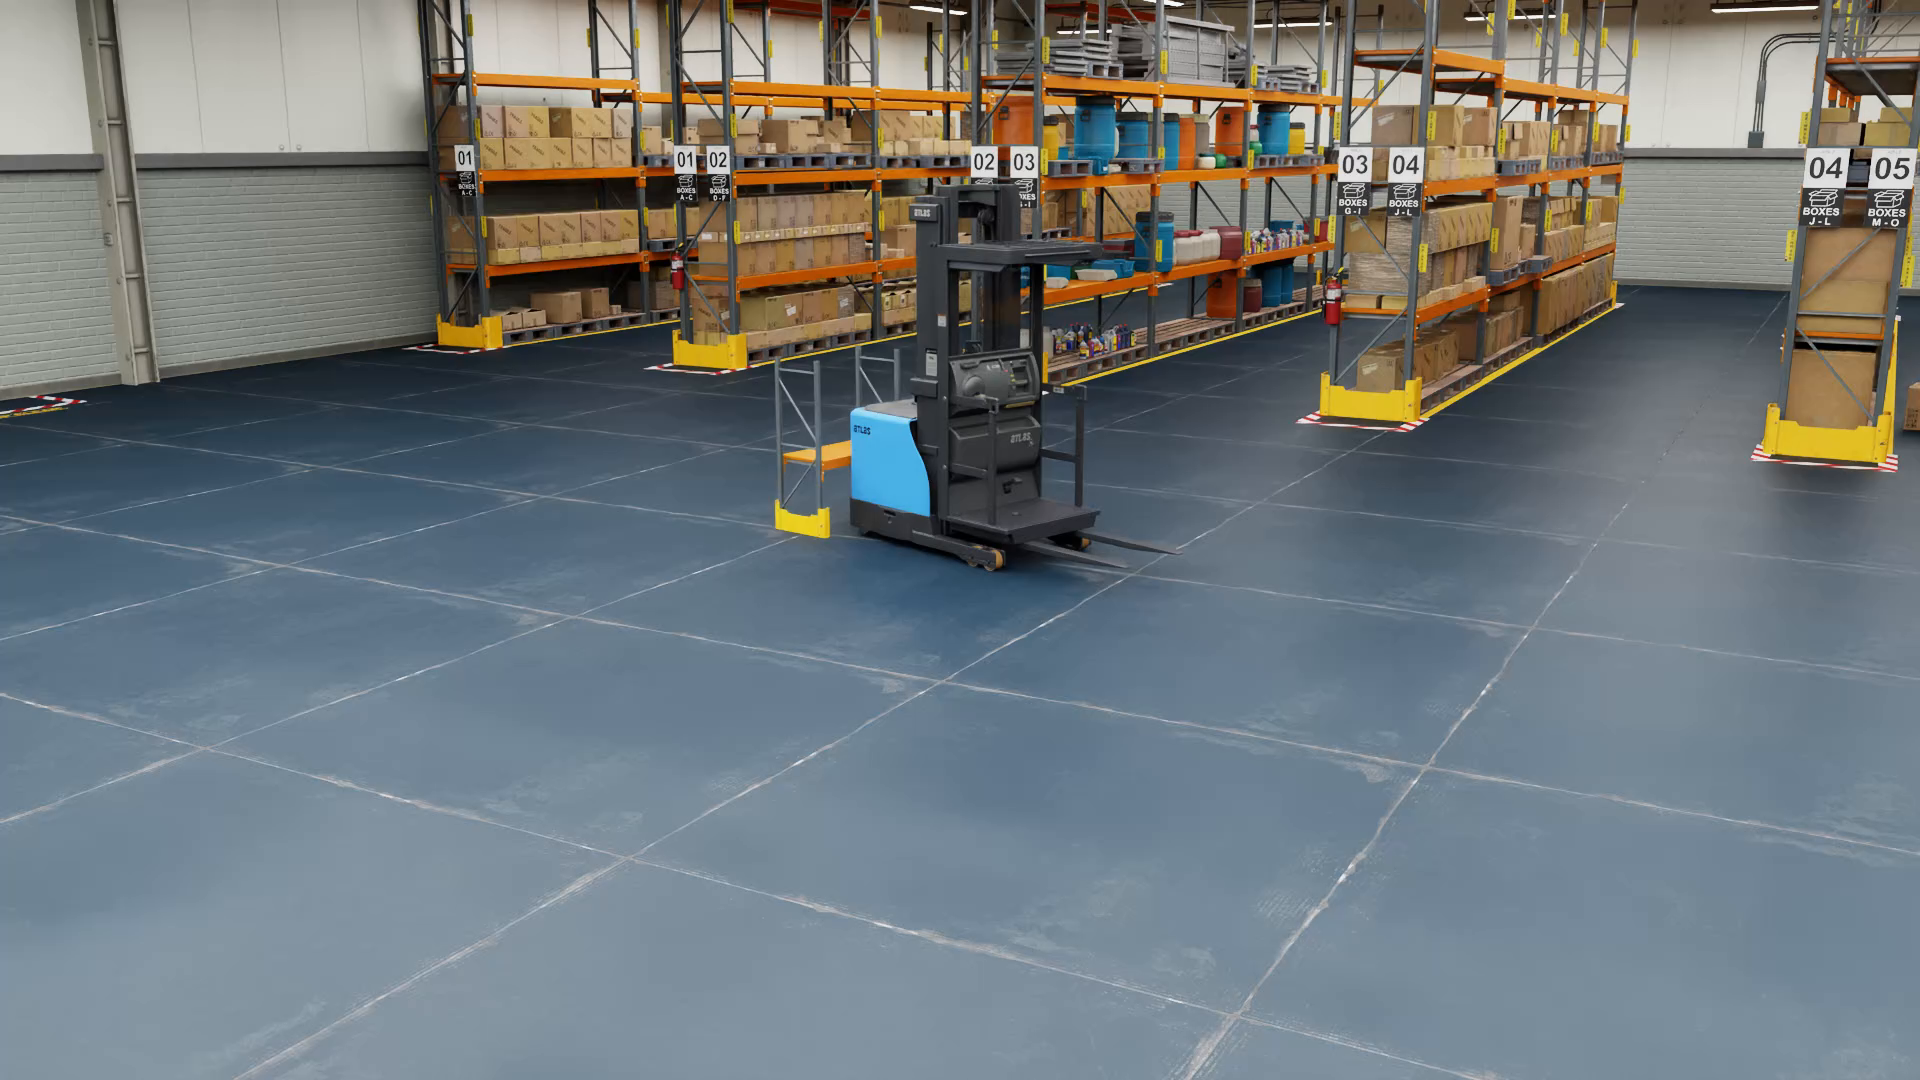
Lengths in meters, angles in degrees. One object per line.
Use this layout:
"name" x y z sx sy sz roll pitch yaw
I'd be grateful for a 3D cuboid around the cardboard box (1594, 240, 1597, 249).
"cardboard box" 11.688 -5.524 31.084 0.380 0.149 0.250 7 15 27

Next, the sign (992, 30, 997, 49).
"sign" 0.635 -9.097 30.235 0.100 0.325 0.005 7 15 28

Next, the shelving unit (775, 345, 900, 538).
"shelving unit" -1.043 -0.884 14.502 0.587 1.500 1.083 11 17 37

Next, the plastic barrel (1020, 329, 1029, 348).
"plastic barrel" 0.865 -2.646 23.023 0.421 0.512 0.421 0 14 0

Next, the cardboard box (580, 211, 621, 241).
"cardboard box" -6.319 -5.517 29.197 0.500 0.500 0.500 7 15 28

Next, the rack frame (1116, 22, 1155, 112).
"rack frame" 4.014 -10.269 37.429 1.000 3.000 0.127 7 15 28

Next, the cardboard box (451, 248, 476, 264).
"cardboard box" -8.002 -4.685 27.345 0.500 0.250 0.500 8 16 29

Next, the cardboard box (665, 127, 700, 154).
"cardboard box" -5.194 -7.518 31.309 0.500 0.500 0.500 7 15 26

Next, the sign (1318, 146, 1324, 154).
"sign" 6.896 -7.370 31.784 0.100 0.325 0.005 7 15 28

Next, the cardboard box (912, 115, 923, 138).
"cardboard box" -1.190 -9.418 37.908 0.500 0.500 0.500 7 15 28

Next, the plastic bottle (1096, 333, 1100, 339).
"plastic bottle" 2.064 -2.931 24.647 0.061 0.283 0.133 7 15 28

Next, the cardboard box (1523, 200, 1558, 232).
"cardboard box" 9.502 -5.406 27.704 0.797 0.503 0.637 8 16 29

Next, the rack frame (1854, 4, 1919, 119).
"rack frame" 16.977 -8.563 30.353 1.000 3.000 0.127 7 15 28

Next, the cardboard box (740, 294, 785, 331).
"cardboard box" -3.026 -3.490 25.479 0.500 0.500 0.500 7 15 28

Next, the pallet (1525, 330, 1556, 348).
"pallet" 9.264 -3.386 27.627 1.003 0.211 1.213 7 15 28

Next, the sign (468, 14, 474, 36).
"sign" -7.584 -7.978 25.764 0.100 0.325 0.005 7 15 28

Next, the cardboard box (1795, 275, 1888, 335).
"cardboard box" 9.382 -2.518 17.760 0.875 0.550 0.550 7 15 28

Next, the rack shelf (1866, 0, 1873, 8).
"rack shelf" 16.011 -9.419 28.346 1.077 0.370 4.000 7 15 28

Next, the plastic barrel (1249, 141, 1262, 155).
"plastic barrel" 5.195 -6.928 29.404 0.294 0.245 0.294 0 14 0

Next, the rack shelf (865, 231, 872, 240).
"rack shelf" -3.224 -6.332 35.435 1.077 0.370 4.000 7 15 28

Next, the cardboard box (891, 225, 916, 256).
"cardboard box" -0.904 -5.306 29.428 0.500 0.500 0.500 7 15 28

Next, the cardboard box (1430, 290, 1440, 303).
"cardboard box" 5.798 -3.059 20.858 0.380 0.149 0.250 7 15 28

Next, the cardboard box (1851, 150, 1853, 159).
"cardboard box" 10.458 -4.633 19.878 0.380 0.149 0.250 7 15 28

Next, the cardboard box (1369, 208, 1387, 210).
"cardboard box" 5.236 -3.870 20.706 0.500 0.500 0.500 7 15 28

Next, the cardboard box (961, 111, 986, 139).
"cardboard box" 0.363 -7.793 31.212 0.500 0.500 0.500 7 15 28

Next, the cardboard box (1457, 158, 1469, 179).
"cardboard box" 6.143 -4.717 21.118 0.500 0.250 0.500 8 16 30

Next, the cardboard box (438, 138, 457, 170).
"cardboard box" -8.078 -6.261 26.949 0.500 0.500 0.500 9 16 32

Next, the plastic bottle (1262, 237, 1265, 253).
"plastic bottle" 5.453 -5.329 30.014 0.097 0.271 0.097 0 14 0

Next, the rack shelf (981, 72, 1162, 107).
"rack shelf" 1.581 -6.291 23.315 1.077 0.370 4.000 7 15 28

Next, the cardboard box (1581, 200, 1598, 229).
"cardboard box" 11.451 -6.015 30.667 0.500 0.500 0.500 7 15 28

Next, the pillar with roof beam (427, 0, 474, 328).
"pillar with roof beam" -4.709 -7.301 25.117 9.100 9.000 0.400 7 15 28

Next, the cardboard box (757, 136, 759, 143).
"cardboard box" -3.394 -5.994 25.220 0.500 0.250 0.500 7 15 28

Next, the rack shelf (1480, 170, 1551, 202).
"rack shelf" 7.850 -5.286 24.696 1.077 0.370 4.000 7 15 28

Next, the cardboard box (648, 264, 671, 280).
"cardboard box" -5.574 -5.058 31.409 0.500 0.250 0.500 7 15 27

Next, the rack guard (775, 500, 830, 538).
"rack guard" -1.354 -0.186 14.270 0.587 0.250 0.087 11 17 37

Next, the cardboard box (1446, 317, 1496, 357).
"cardboard box" 7.446 -2.986 24.412 0.700 0.500 0.500 7 15 28

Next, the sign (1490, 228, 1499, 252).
"sign" 7.362 -4.129 22.911 0.100 0.325 0.005 7 15 28

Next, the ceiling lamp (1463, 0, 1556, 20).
"ceiling lamp" 11.851 -12.810 35.514 2.000 3.185 0.800 7 15 28

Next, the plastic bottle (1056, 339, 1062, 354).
"plastic bottle" 1.449 -2.855 24.507 0.097 0.201 0.097 0 14 0

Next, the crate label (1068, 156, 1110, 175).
"crate label" 1.808 -5.241 23.288 0.502 0.251 0.408 7 15 28

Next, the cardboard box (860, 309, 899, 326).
"cardboard box" -1.375 -3.813 28.420 0.500 0.250 0.500 7 15 27

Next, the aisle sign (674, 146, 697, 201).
"aisle sign" -4.009 -5.354 24.293 0.394 0.787 0.004 7 15 28

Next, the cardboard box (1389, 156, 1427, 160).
"cardboard box" 5.285 -4.556 19.602 0.380 0.149 0.250 7 15 28

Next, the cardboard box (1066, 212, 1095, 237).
"cardboard box" 2.566 -6.654 35.022 0.500 0.500 0.500 8 16 30

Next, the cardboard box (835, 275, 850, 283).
"cardboard box" -2.885 -5.921 35.883 0.750 0.750 0.750 8 16 30

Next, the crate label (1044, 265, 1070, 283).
"crate label" 1.267 -3.934 23.874 0.502 0.435 0.616 7 15 28

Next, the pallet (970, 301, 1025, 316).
"pallet" 0.541 -4.505 32.268 1.003 0.211 1.213 7 15 28

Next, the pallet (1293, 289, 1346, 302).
"pallet" 7.325 -5.021 34.410 1.003 0.211 1.213 7 15 28

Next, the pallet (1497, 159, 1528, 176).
"pallet" 7.275 -5.249 23.407 1.213 0.211 1.003 7 15 28

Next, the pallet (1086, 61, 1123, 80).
"pallet" 1.585 -6.535 23.198 1.003 0.211 1.213 7 15 28

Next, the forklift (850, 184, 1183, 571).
"forklift" 0.430 -1.317 13.243 1.130 2.935 3.031 -12 18 -42

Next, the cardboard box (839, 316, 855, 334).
"cardboard box" -2.070 -3.537 27.275 0.500 0.250 0.500 7 15 28

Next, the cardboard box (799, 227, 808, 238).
"cardboard box" -2.598 -4.805 25.968 0.380 0.149 0.250 8 15 29

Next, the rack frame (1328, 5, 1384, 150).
"rack frame" 8.349 -9.707 35.098 1.000 3.000 0.127 7 15 28
